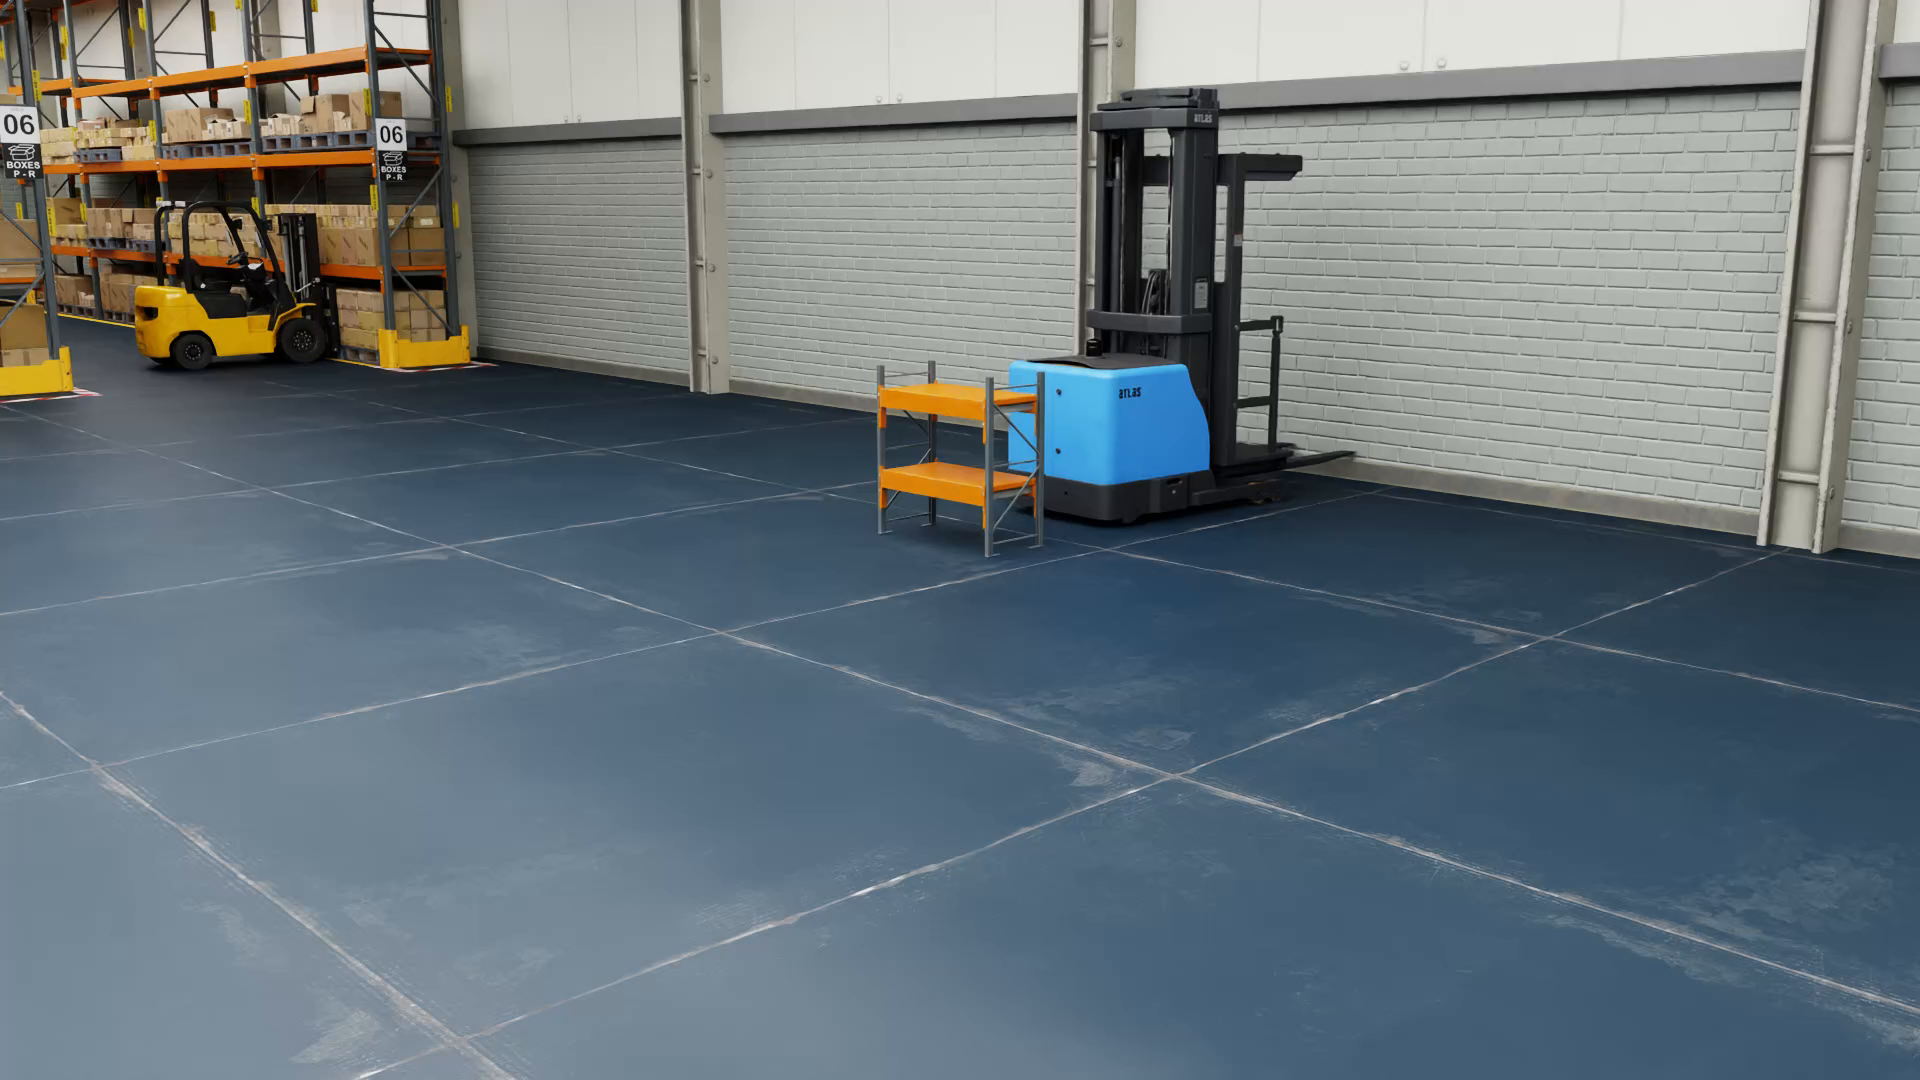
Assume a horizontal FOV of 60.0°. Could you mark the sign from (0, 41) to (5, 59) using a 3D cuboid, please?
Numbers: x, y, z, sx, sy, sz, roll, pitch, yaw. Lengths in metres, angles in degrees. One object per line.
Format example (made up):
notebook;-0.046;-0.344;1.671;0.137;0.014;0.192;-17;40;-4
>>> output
sign;-18.639;-9.527;32.339;0.100;0.325;0.005;-11;16;-43

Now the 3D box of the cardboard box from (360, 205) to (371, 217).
cardboard box;-7.790;-4.399;22.239;0.380;0.149;0.250;-11;16;-42

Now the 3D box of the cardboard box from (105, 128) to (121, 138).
cardboard box;-14.489;-7.009;28.661;0.380;0.149;0.250;-11;16;-42

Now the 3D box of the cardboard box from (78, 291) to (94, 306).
cardboard box;-16.328;-4.543;31.263;0.396;0.266;0.258;-10;15;-41

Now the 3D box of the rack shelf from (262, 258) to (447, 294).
rack shelf;-8.578;-3.772;23.569;1.077;0.370;4.000;-11;16;-43

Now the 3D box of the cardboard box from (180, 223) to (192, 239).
cardboard box;-12.247;-4.999;26.877;0.500;0.250;0.500;-10;15;-41

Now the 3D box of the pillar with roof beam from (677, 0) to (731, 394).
pillar with roof beam;-5.996;-5.522;15.415;9.100;9.000;0.400;-11;16;-43

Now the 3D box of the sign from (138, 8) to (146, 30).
sign;-13.108;-8.358;26.665;0.100;0.325;0.005;-11;16;-43

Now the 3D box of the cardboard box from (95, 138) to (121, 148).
cardboard box;-14.858;-6.937;29.048;0.380;0.149;0.250;-11;16;-43

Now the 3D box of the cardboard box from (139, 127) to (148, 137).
cardboard box;-13.499;-6.830;27.844;0.250;0.149;0.380;11;16;43

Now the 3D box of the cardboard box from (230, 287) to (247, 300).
cardboard box;-10.858;-3.648;26.028;0.875;0.625;0.625;-11;16;-43

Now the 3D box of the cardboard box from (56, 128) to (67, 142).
cardboard box;-16.364;-7.483;30.761;0.500;0.250;0.500;-11;16;-43

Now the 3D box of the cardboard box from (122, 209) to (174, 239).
cardboard box;-13.983;-5.469;28.725;0.637;0.503;0.797;11;16;44

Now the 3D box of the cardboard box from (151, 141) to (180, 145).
cardboard box;-13.141;-6.609;27.508;0.380;0.149;0.250;-10;16;-41

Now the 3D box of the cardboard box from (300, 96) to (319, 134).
cardboard box;-8.691;-5.892;23.097;0.797;0.503;0.637;-10;15;-41

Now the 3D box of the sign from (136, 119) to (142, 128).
sign;-15.085;-7.577;30.564;0.100;0.325;0.005;-11;16;-43

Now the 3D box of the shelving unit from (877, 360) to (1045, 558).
shelving unit;-0.005;-0.552;10.803;0.538;1.125;1.048;-11;16;-43

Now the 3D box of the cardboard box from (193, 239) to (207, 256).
cardboard box;-11.888;-4.679;26.563;0.500;0.250;0.500;11;16;43

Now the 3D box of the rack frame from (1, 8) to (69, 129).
rack frame;-18.247;-9.106;32.809;1.000;3.000;0.127;-11;16;-43

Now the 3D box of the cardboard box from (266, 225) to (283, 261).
cardboard box;-9.842;-4.364;24.412;0.500;0.500;0.500;11;16;44

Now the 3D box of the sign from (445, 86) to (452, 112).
sign;-6.792;-5.845;22.052;0.100;0.325;0.005;-11;16;-43

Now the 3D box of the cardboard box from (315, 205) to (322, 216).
cardboard box;-8.822;-4.630;23.358;0.380;0.149;0.250;-11;16;-42

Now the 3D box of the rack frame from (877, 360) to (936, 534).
rack frame;-0.356;-0.626;11.163;0.500;1.125;0.032;-11;16;-43

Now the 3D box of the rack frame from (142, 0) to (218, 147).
rack frame;-12.722;-7.938;27.142;1.000;3.000;0.127;-11;16;-43

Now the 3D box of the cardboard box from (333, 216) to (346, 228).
cardboard box;-8.354;-4.360;22.787;0.250;0.149;0.380;11;16;43

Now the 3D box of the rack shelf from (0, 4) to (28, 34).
rack shelf;-12.166;-6.016;19.604;1.077;0.370;4.000;-11;16;-43

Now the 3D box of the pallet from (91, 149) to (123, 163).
pallet;-14.366;-6.705;29.055;1.213;0.211;1.003;-11;16;-43

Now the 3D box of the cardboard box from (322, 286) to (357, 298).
cardboard box;-8.798;-3.426;23.402;0.500;0.250;0.500;-11;16;-44

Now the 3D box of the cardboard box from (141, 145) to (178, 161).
cardboard box;-13.252;-6.437;27.659;0.500;0.250;0.500;11;16;43

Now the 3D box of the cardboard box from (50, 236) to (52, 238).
cardboard box;-17.427;-5.989;32.182;0.500;0.250;0.500;-11;16;-44

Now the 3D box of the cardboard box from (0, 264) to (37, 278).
cardboard box;-10.869;-3.096;19.126;0.380;0.149;0.250;-11;16;-42

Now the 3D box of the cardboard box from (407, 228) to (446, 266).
cardboard box;-7.338;-3.992;22.609;0.500;0.500;0.500;-10;15;-41

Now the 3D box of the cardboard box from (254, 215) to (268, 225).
cardboard box;-10.356;-4.802;24.930;0.380;0.149;0.250;-10;15;-41

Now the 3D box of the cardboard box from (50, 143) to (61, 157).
cardboard box;-16.711;-7.311;31.167;0.500;0.250;0.500;-10;16;-41

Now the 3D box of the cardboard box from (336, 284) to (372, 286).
cardboard box;-8.779;-3.573;24.114;0.500;0.250;0.500;-11;16;-42

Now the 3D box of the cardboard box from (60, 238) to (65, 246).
cardboard box;-16.940;-5.700;31.766;0.380;0.149;0.250;-11;16;-43

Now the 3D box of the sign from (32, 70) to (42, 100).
sign;-10.392;-5.113;18.696;0.100;0.325;0.005;-11;16;-43

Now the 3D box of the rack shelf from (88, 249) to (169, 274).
rack shelf;-14.103;-4.940;29.236;1.077;0.370;4.000;-11;16;-43

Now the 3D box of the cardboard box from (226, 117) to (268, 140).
cardboard box;-10.636;-6.168;24.915;0.500;0.311;0.500;11;16;43

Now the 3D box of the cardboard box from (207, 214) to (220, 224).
cardboard box;-11.499;-5.012;25.950;0.250;0.149;0.380;11;16;44

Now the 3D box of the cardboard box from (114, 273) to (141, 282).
cardboard box;-14.996;-4.728;29.973;0.250;0.149;0.380;11;16;42

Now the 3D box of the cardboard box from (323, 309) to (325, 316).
cardboard box;-8.813;-3.184;23.469;0.500;0.250;0.500;-11;16;-43

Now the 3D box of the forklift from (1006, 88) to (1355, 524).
forklift;1.776;-1.768;12.229;3.031;2.935;1.130;-10;15;-40

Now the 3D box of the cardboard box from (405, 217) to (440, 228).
cardboard box;-7.244;-4.285;22.420;0.250;0.149;0.380;11;16;44

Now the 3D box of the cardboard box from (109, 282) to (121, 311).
cardboard box;-14.938;-4.387;29.925;0.500;0.500;0.500;-11;16;-43

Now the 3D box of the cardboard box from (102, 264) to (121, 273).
cardboard box;-15.385;-4.948;30.302;0.380;0.149;0.250;-11;16;-44

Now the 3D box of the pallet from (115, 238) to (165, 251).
pallet;-14.068;-5.189;29.141;1.003;0.211;1.213;-11;16;-43

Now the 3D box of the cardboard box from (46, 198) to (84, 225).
cardboard box;-17.092;-6.284;31.757;0.500;0.500;0.500;-10;16;-41

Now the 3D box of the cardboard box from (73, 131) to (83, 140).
cardboard box;-15.595;-7.226;29.712;0.380;0.149;0.250;-10;15;-41

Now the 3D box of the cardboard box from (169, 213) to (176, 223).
cardboard box;-12.715;-5.279;27.246;0.380;0.149;0.250;-10;15;-41

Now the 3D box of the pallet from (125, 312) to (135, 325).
pallet;-14.048;-3.926;29.447;1.003;0.211;1.213;-11;16;-43

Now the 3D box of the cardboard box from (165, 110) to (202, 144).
cardboard box;-12.398;-6.633;26.704;0.500;0.500;0.500;-11;16;-42

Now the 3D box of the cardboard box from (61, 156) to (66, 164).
cardboard box;-16.458;-7.054;30.907;0.380;0.149;0.250;-11;16;-43

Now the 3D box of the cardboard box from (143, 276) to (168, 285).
cardboard box;-13.929;-4.497;28.853;0.380;0.149;0.250;-11;16;-43
